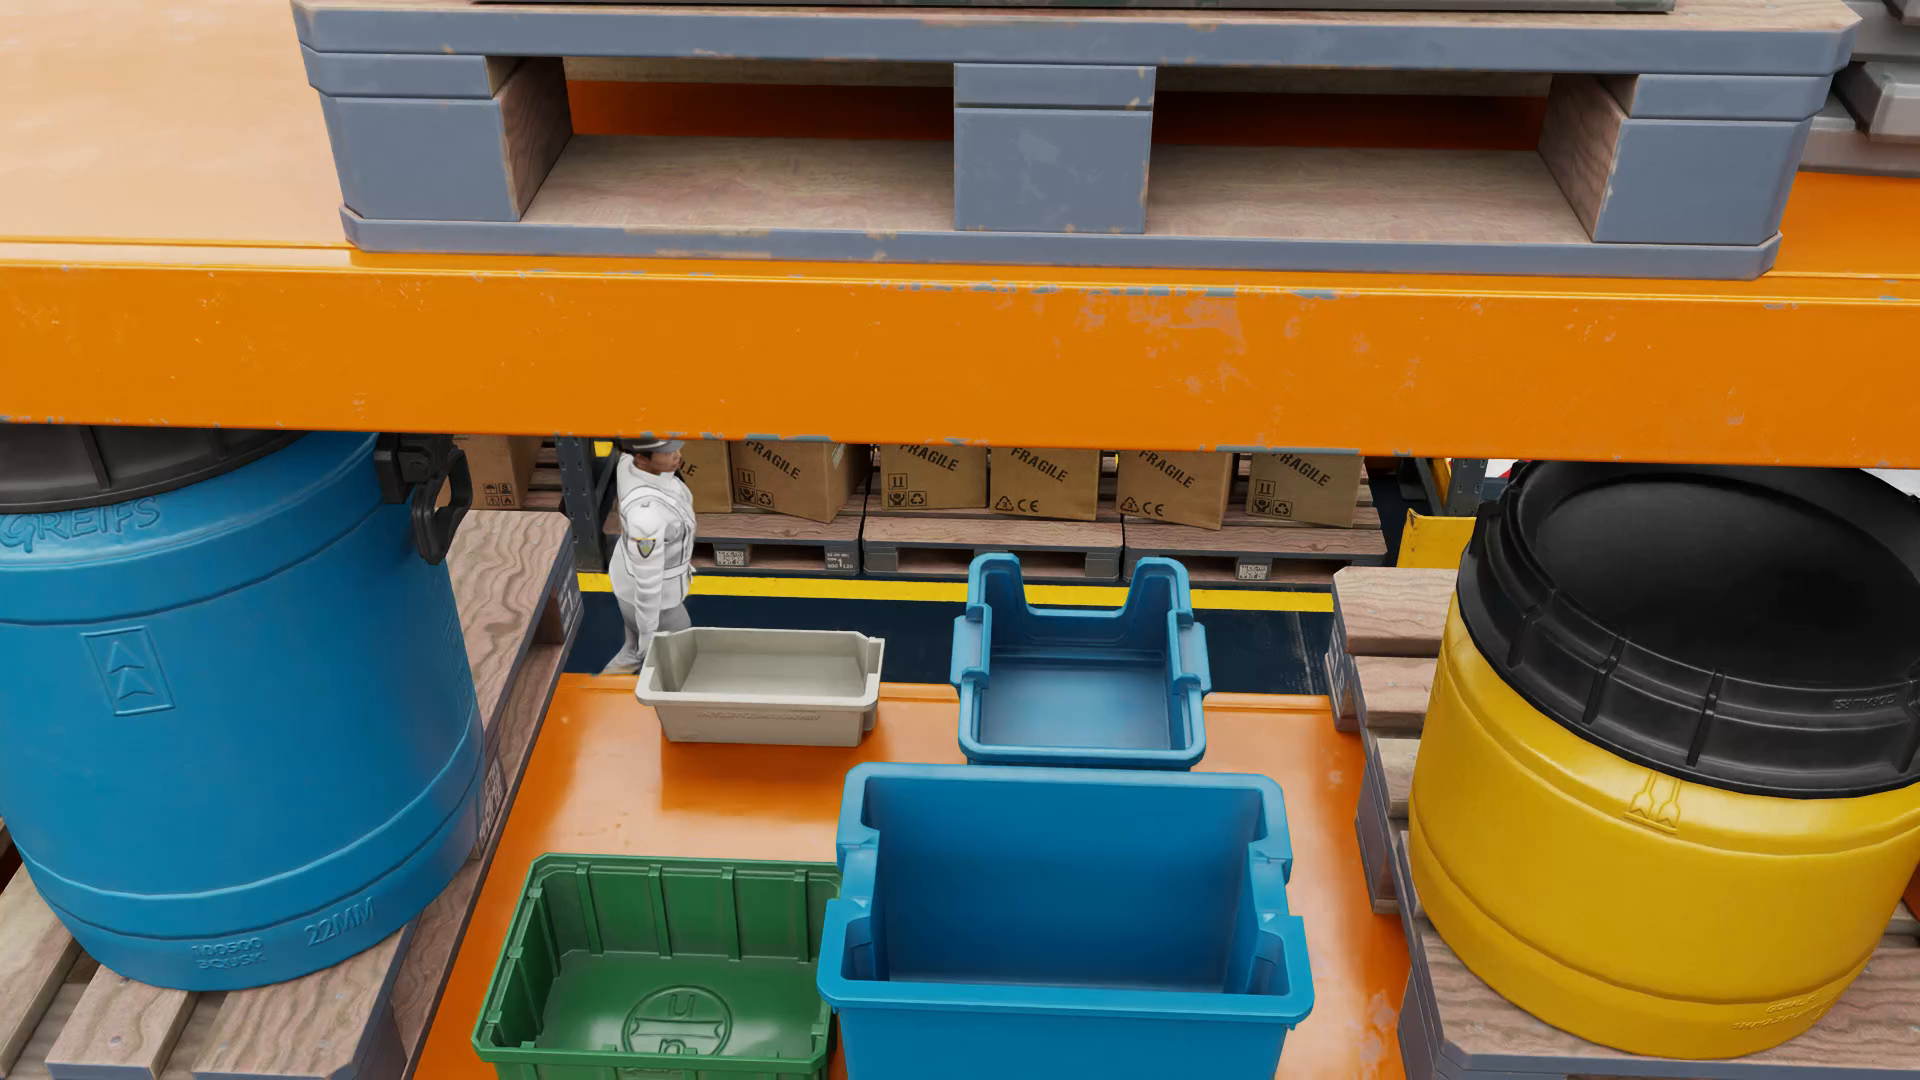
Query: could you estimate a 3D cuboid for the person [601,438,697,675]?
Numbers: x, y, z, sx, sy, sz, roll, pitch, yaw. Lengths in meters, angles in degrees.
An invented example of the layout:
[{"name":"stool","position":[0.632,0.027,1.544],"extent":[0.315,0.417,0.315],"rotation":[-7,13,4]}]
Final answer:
[{"name":"person","position":[-1.242,0.207,6.346],"extent":[0.628,1.666,0.502],"rotation":[-10,37,-14]}]
